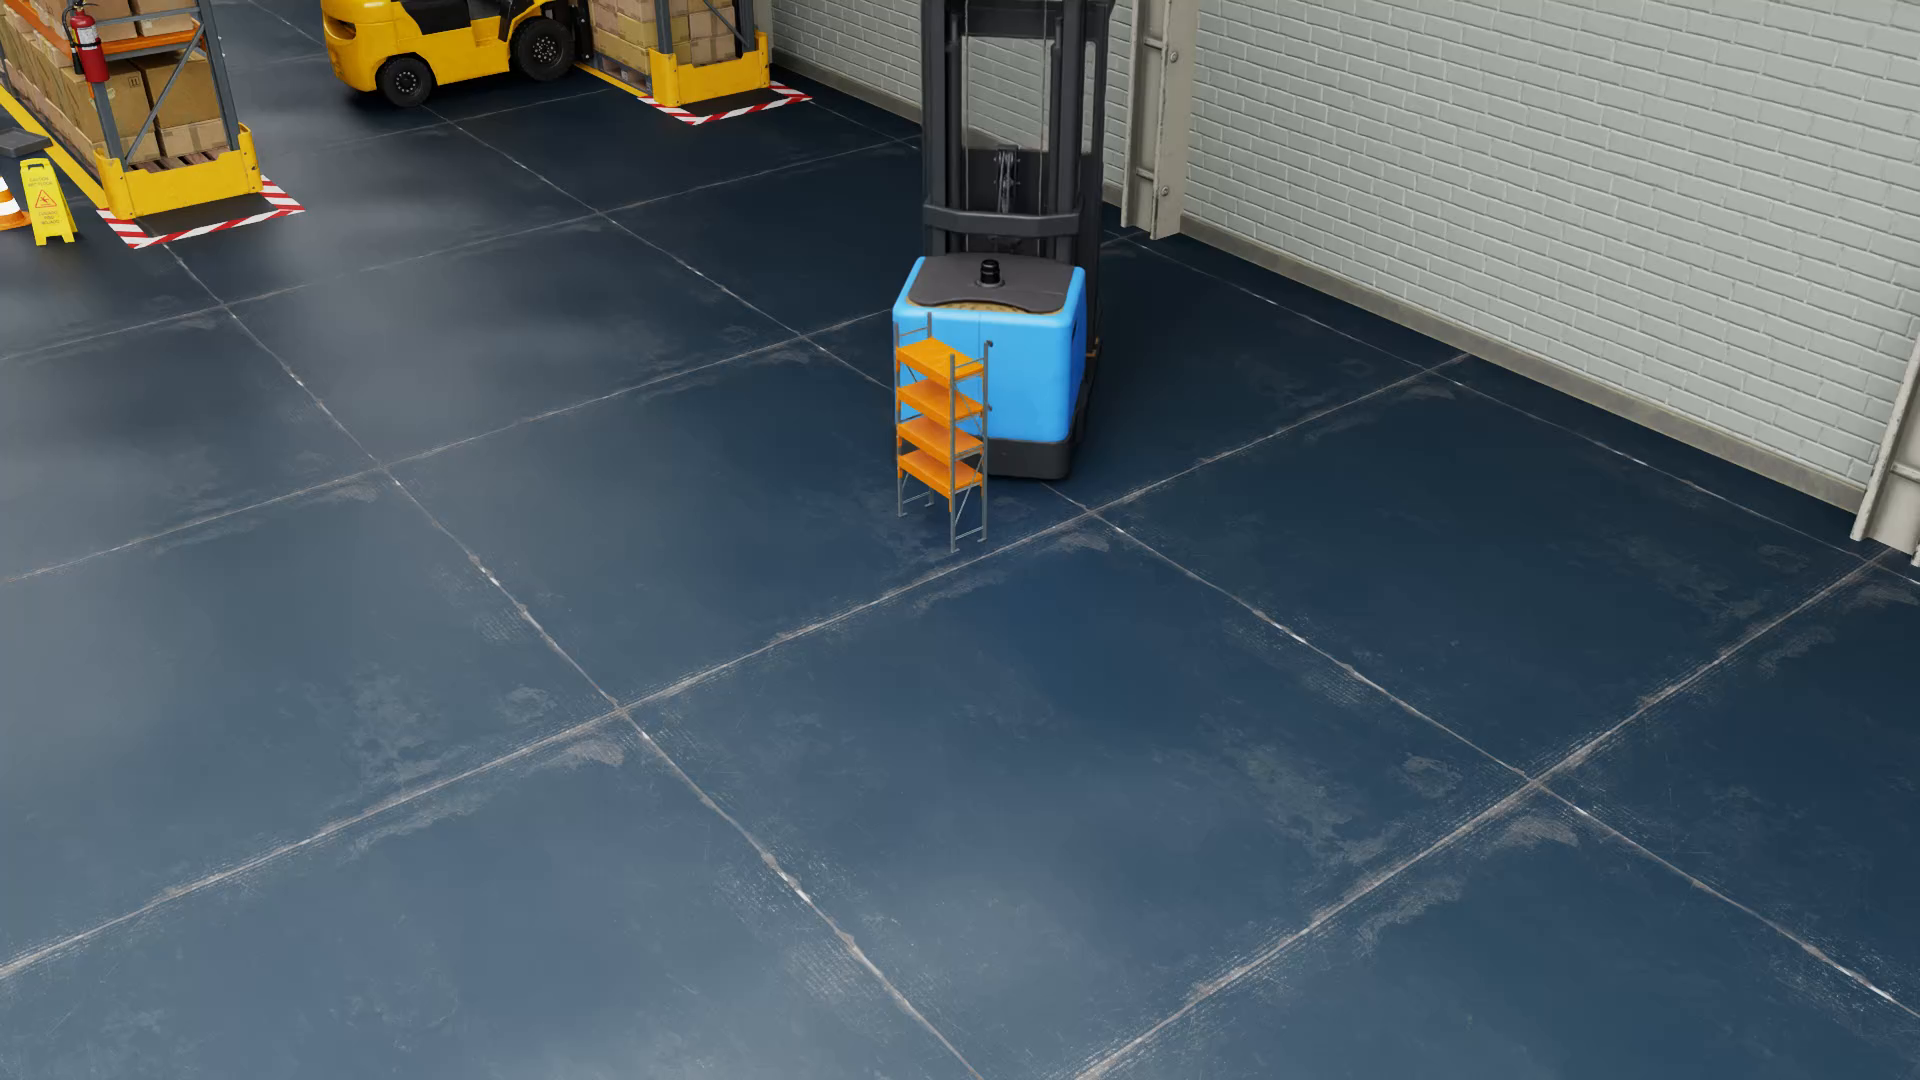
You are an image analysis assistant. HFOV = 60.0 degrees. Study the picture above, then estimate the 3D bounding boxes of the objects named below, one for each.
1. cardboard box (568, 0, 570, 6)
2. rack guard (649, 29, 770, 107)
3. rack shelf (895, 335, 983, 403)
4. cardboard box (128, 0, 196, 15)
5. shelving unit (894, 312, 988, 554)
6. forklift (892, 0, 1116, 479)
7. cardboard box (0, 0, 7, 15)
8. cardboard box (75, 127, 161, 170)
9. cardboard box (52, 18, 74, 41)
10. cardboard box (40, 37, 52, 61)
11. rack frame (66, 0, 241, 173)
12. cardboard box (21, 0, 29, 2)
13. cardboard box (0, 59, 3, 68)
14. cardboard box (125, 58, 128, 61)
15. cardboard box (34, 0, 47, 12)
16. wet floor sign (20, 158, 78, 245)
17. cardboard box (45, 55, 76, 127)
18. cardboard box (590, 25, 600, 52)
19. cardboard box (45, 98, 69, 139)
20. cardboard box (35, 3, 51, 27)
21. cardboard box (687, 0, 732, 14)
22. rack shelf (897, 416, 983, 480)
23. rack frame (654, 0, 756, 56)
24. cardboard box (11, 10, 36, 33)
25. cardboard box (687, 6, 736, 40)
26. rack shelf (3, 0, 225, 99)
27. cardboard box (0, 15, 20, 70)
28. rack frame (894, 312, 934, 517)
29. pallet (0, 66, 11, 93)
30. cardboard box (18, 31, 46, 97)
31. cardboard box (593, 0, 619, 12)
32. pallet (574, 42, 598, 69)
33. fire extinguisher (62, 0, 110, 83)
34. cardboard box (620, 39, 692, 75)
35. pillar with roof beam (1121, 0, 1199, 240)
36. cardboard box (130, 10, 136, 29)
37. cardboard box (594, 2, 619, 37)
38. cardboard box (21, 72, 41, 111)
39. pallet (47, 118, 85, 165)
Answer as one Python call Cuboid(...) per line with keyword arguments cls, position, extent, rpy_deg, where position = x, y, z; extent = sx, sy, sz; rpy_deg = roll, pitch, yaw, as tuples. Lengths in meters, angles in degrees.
Cuboid(cls="cardboard box", position=(-3.923, -5.631, 17.208), extent=(0.500, 0.250, 0.500), rpy_deg=(-22, 38, -32))
Cuboid(cls="rack guard", position=(-2.426, -4.604, 16.189), extent=(1.175, 0.500, 0.348), rpy_deg=(-22, 38, -31))
Cuboid(cls="rack shelf", position=(-0.102, -0.912, 8.837), extent=(0.258, 0.148, 0.480), rpy_deg=(-22, 38, -31))
Cuboid(cls="cardboard box", position=(-6.431, -4.525, 13.315), extent=(0.500, 0.500, 0.500), rpy_deg=(-23, 39, -32))
Cuboid(cls="shelving unit", position=(-0.102, -0.579, 9.044), extent=(0.258, 1.200, 0.503), rpy_deg=(-22, 38, -31))
Cuboid(cls="forklift", position=(0.357, -2.362, 10.275), extent=(1.130, 2.935, 3.031), rpy_deg=(5, 32, 8))
Cuboid(cls="cardboard box", position=(-8.635, -4.935, 15.236), extent=(0.380, 0.149, 0.250), rpy_deg=(-22, 38, -31))
Cuboid(cls="cardboard box", position=(-7.083, -3.339, 13.991), extent=(0.500, 0.250, 0.500), rpy_deg=(-22, 38, -32))
Cuboid(cls="cardboard box", position=(-7.001, -4.118, 13.276), extent=(0.380, 0.149, 0.250), rpy_deg=(-23, 38, -32))
Cuboid(cls="cardboard box", position=(-7.487, -4.160, 13.987), extent=(0.380, 0.149, 0.250), rpy_deg=(-22, 38, -31))
Cuboid(cls="rack frame", position=(-6.360, -4.069, 12.958), extent=(1.000, 3.000, 0.127), rpy_deg=(-22, 38, -31))
Cuboid(cls="cardboard box", position=(-7.919, -4.762, 14.312), extent=(0.380, 0.149, 0.250), rpy_deg=(-22, 38, -32))
Cuboid(cls="cardboard box", position=(-9.136, -5.016, 16.575), extent=(0.950, 0.372, 0.625), rpy_deg=(-22, 38, -31))
Cuboid(cls="cardboard box", position=(-6.975, -4.049, 14.424), extent=(0.500, 0.500, 0.500), rpy_deg=(-24, 39, -33))
Cuboid(cls="cardboard box", position=(-7.214, -4.585, 13.412), extent=(0.500, 0.500, 0.500), rpy_deg=(-22, 38, -31))
Cuboid(cls="wet floor sign", position=(-7.088, -2.643, 12.894), extent=(0.267, 0.644, 0.232), rpy_deg=(-10, 33, -15))
Cuboid(cls="cardboard box", position=(-7.380, -3.863, 14.125), extent=(0.500, 0.500, 0.500), rpy_deg=(-21, 37, -30))
Cuboid(cls="cardboard box", position=(-3.576, -5.202, 16.990), extent=(0.500, 0.250, 0.500), rpy_deg=(-22, 38, -31))
Cuboid(cls="cardboard box", position=(-7.705, -3.764, 14.675), extent=(0.500, 0.250, 0.500), rpy_deg=(-24, 39, -33))
Cuboid(cls="cardboard box", position=(-7.323, -4.329, 13.616), extent=(0.380, 0.149, 0.250), rpy_deg=(-22, 38, -31))
Cuboid(cls="cardboard box", position=(-2.586, -5.373, 16.318), extent=(0.500, 0.250, 0.500), rpy_deg=(-23, 39, -32))
Cuboid(cls="rack shelf", position=(-0.102, -0.522, 9.080), extent=(0.258, 0.148, 0.480), rpy_deg=(-22, 38, -31))
Cuboid(cls="rack frame", position=(-2.441, -5.676, 15.546), extent=(1.000, 3.000, 0.127), rpy_deg=(-22, 38, -31))
Cuboid(cls="cardboard box", position=(-8.151, -4.610, 14.713), extent=(0.380, 0.149, 0.250), rpy_deg=(-20, 37, -29))
Cuboid(cls="cardboard box", position=(-2.565, -5.162, 16.452), extent=(0.500, 0.250, 0.500), rpy_deg=(-21, 38, -31))
Cuboid(cls="rack shelf", position=(-7.586, -4.597, 14.490), extent=(1.077, 0.370, 4.000), rpy_deg=(-22, 38, -31))
Cuboid(cls="cardboard box", position=(-8.664, -4.731, 15.522), extent=(0.500, 0.500, 0.500), rpy_deg=(-20, 37, -29))
Cuboid(cls="rack frame", position=(-0.251, -0.680, 9.208), extent=(0.240, 1.200, 0.015), rpy_deg=(-22, 38, -31))
Cuboid(cls="pallet", position=(-9.291, -4.875, 16.899), extent=(1.003, 0.211, 1.213), rpy_deg=(-22, 38, -31))
Cuboid(cls="cardboard box", position=(-8.010, -4.295, 14.820), extent=(0.500, 0.500, 0.500), rpy_deg=(-20, 37, -29))
Cuboid(cls="cardboard box", position=(-3.288, -5.413, 16.383), extent=(0.500, 0.250, 0.500), rpy_deg=(-22, 38, -31))
Cuboid(cls="pallet", position=(-3.687, -5.305, 17.591), extent=(1.003, 0.211, 1.213), rpy_deg=(-22, 38, -31))
Cuboid(cls="fire extinguisher", position=(-6.654, -3.839, 12.661), extent=(0.296, 0.674, 0.183), rpy_deg=(-22, 38, -31))
Cuboid(cls="cardboard box", position=(-2.979, -4.780, 16.311), extent=(0.500, 0.250, 0.500), rpy_deg=(-22, 38, -31))
Cuboid(cls="pillar with roof beam", position=(-1.877, -4.913, 8.631), extent=(9.100, 9.000, 0.400), rpy_deg=(-22, 38, -31))
Cuboid(cls="cardboard box", position=(-6.571, -4.271, 13.522), extent=(0.380, 0.149, 0.250), rpy_deg=(-22, 38, -31))
Cuboid(cls="cardboard box", position=(-3.286, -5.213, 16.535), extent=(0.500, 0.250, 0.500), rpy_deg=(-23, 38, -32))
Cuboid(cls="cardboard box", position=(-8.328, -4.194, 15.368), extent=(0.500, 0.250, 0.500), rpy_deg=(-20, 37, -29))
Cuboid(cls="pallet", position=(-7.621, -3.774, 15.126), extent=(1.003, 0.211, 1.213), rpy_deg=(-22, 38, -31))
